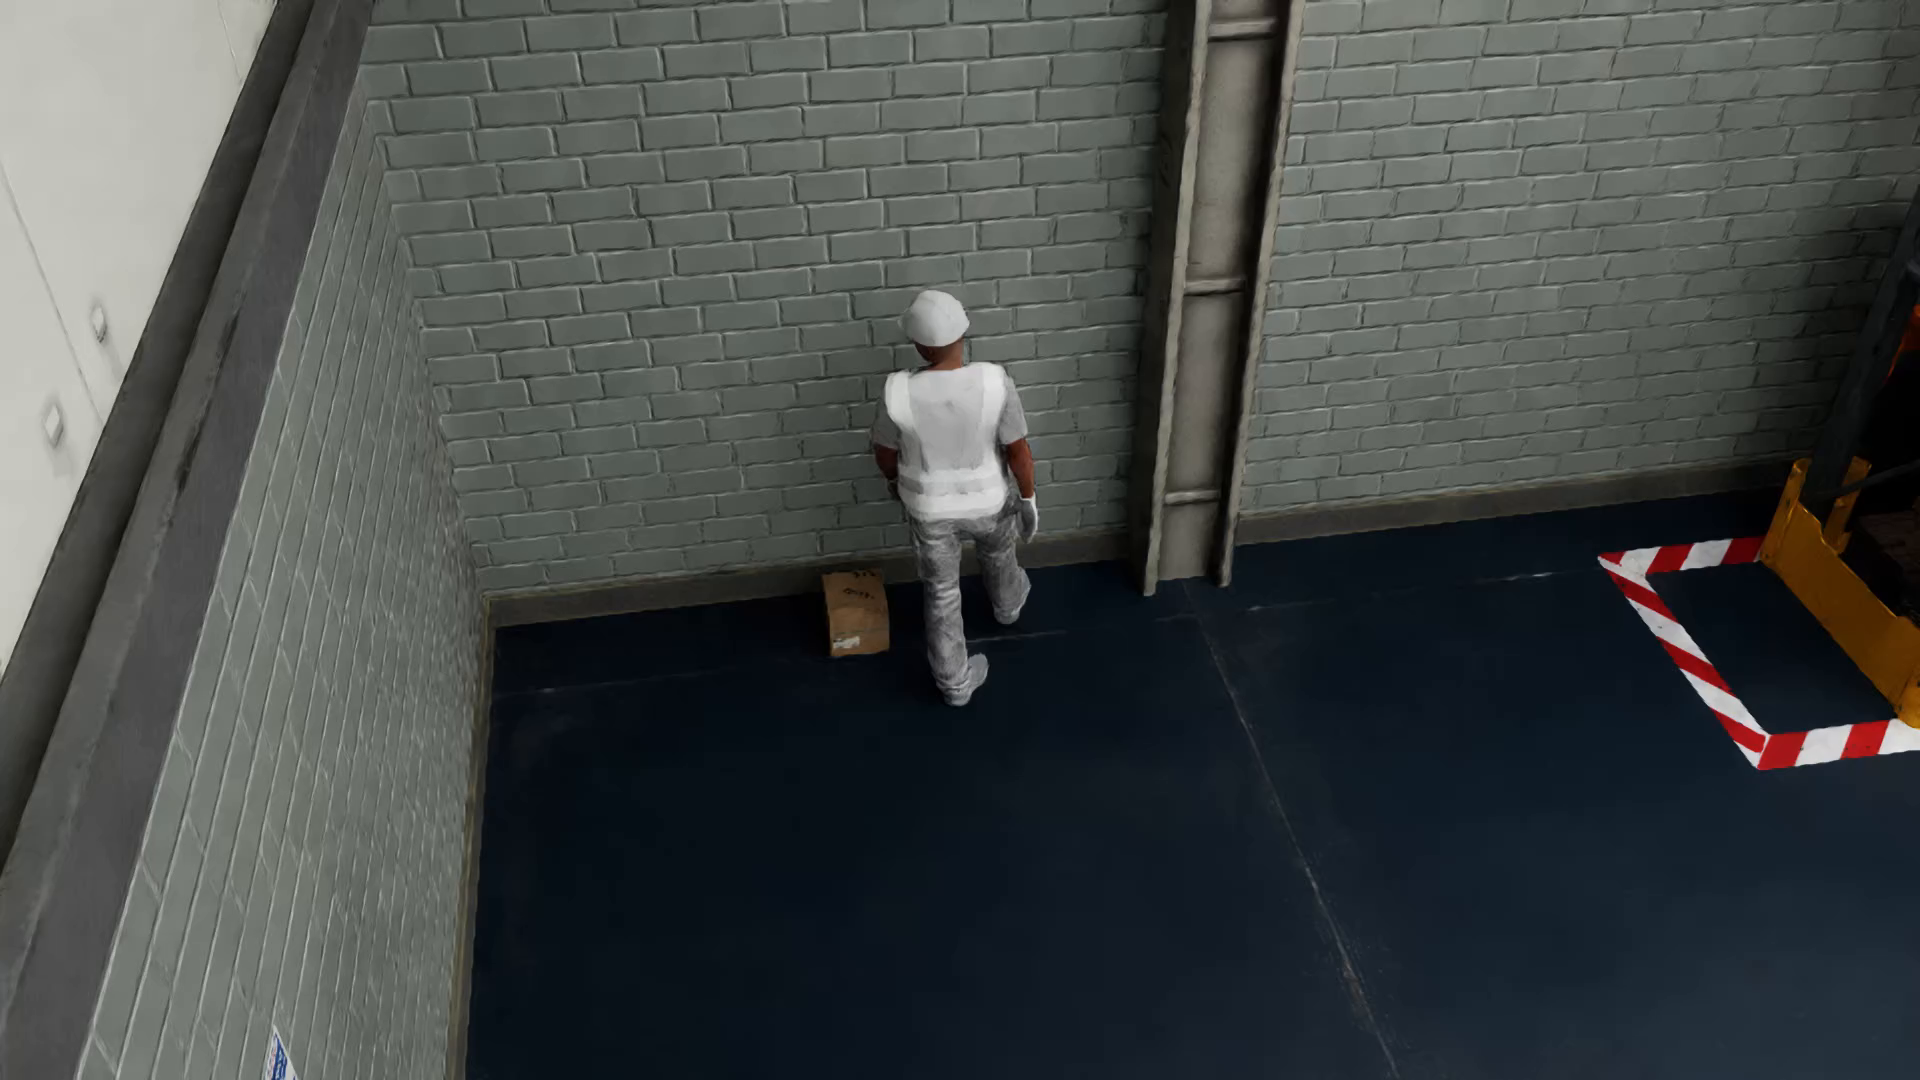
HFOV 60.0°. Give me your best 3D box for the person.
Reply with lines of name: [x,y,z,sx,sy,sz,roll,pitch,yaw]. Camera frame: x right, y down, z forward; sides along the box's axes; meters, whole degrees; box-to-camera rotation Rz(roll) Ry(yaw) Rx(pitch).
person: [-0.003,-0.246,6.442,0.658,1.763,0.754,-2,38,-3]
